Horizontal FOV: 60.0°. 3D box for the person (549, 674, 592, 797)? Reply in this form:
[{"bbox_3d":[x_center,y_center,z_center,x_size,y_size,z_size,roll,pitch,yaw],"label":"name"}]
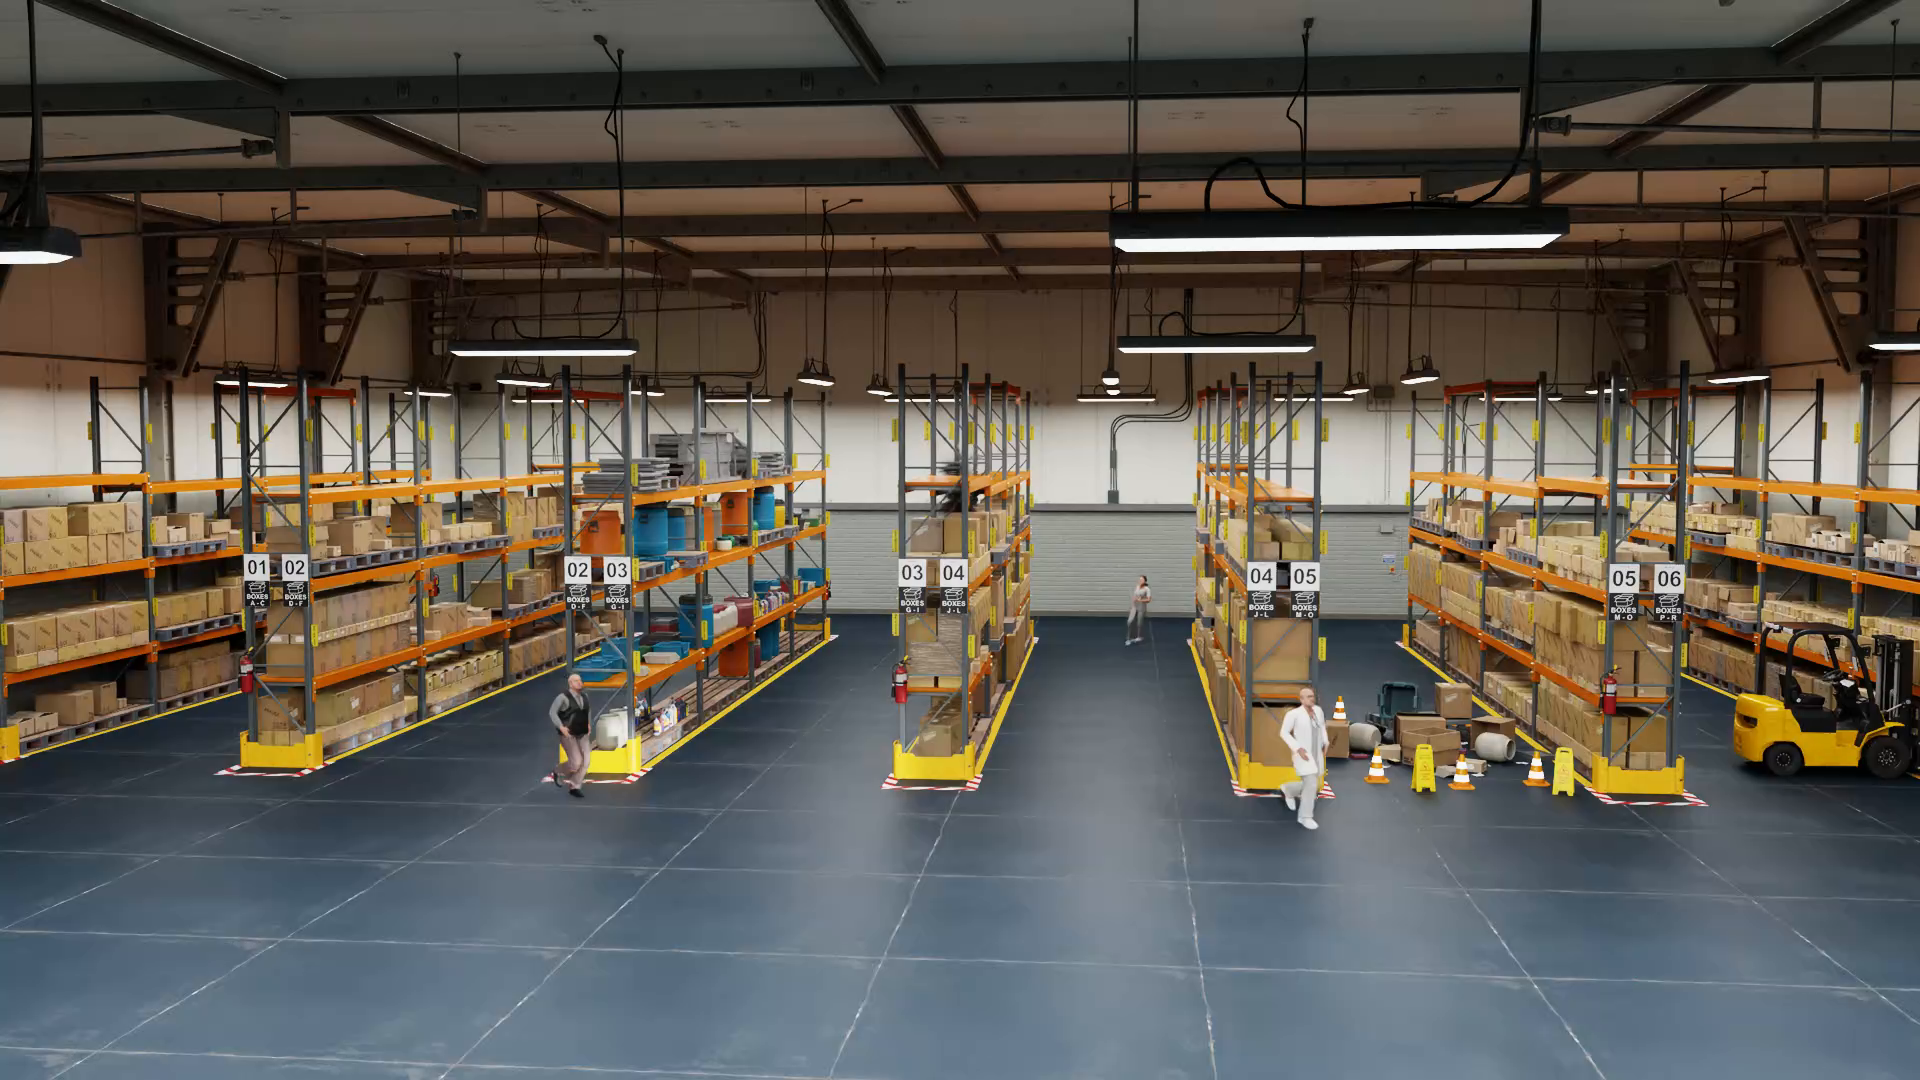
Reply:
[{"bbox_3d":[-5.377,2.698,23.002,0.556,1.704,0.680,3,5,38],"label":"person"}]

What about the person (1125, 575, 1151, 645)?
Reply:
[{"bbox_3d":[4.306,1.674,39.379,0.621,1.716,0.689,3,4,35],"label":"person"}]

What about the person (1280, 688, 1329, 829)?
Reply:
[{"bbox_3d":[4.385,2.769,21.353,0.721,1.777,0.738,-2,4,-29],"label":"person"}]
